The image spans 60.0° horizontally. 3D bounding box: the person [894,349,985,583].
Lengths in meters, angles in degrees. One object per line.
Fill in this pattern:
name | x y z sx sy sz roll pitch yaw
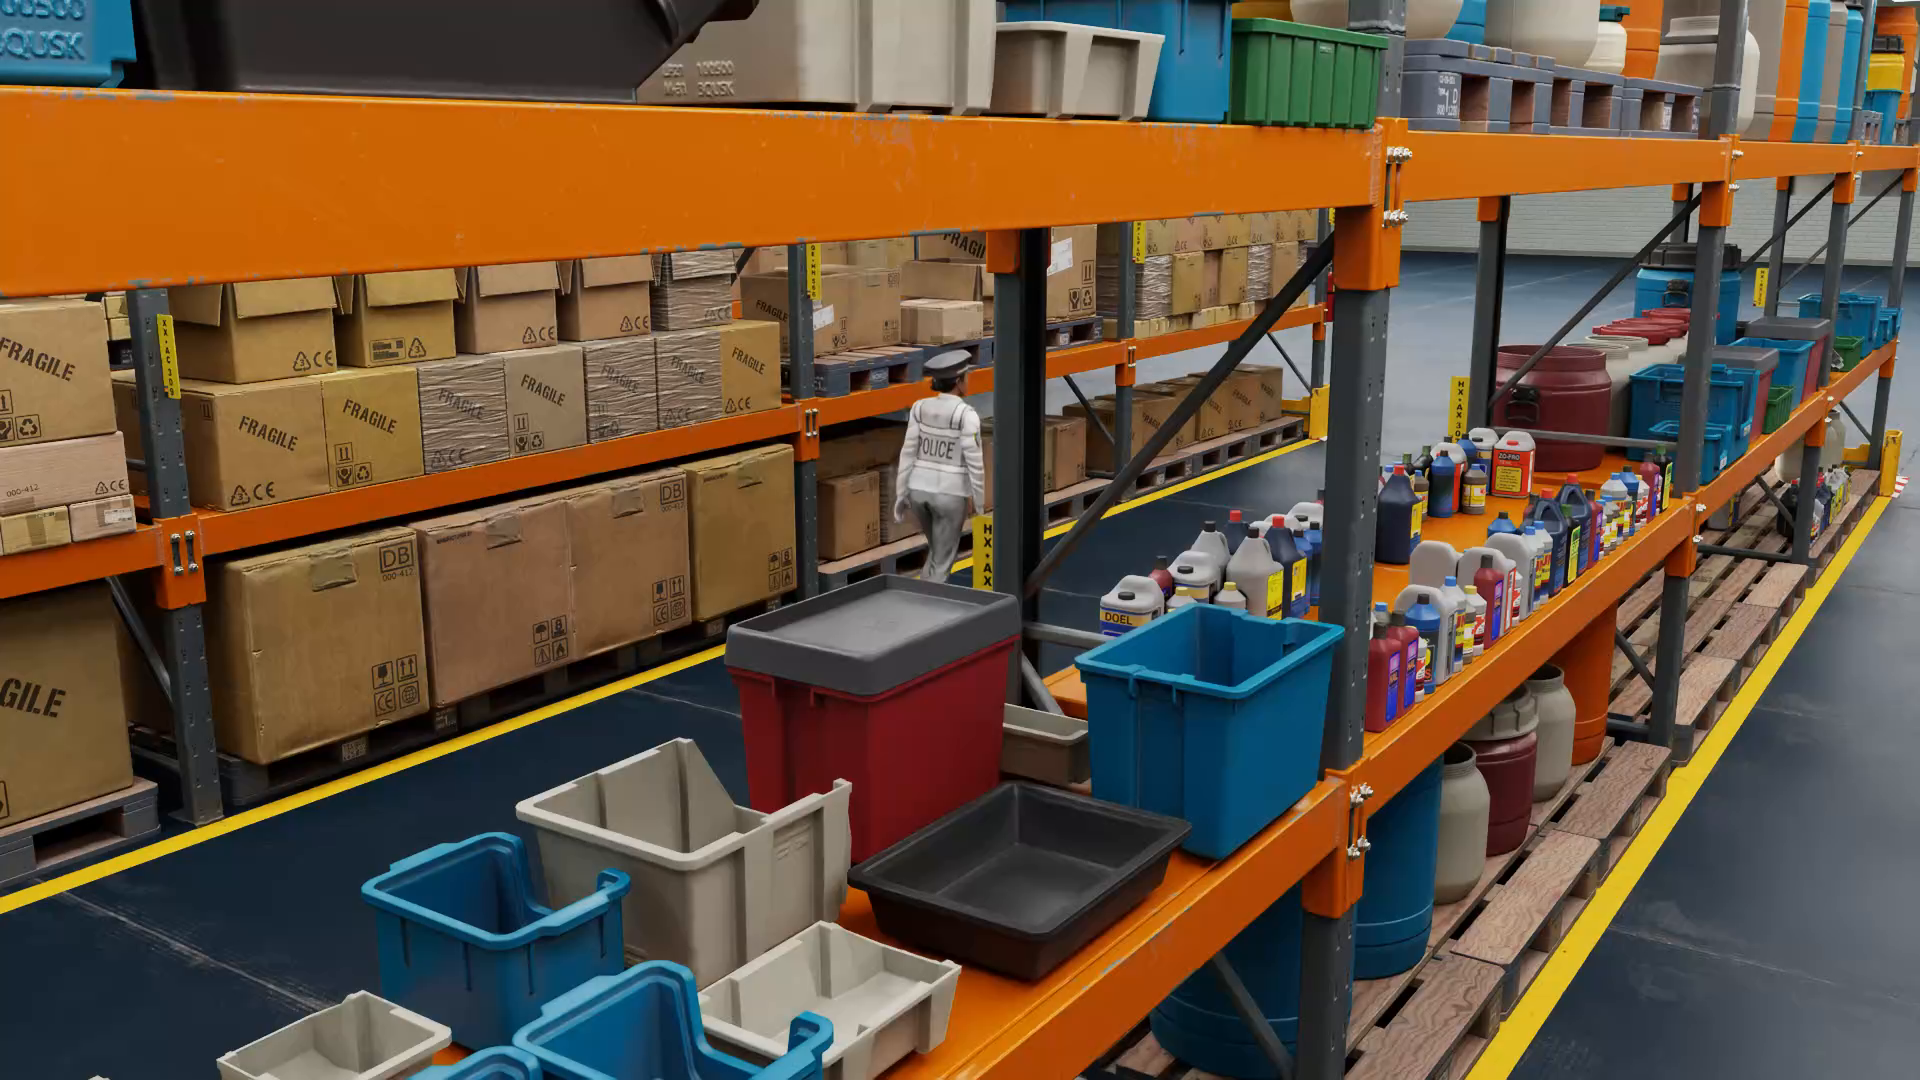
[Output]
person | -0.111 -0.200 9.301 0.529 1.716 0.475 10 17 37
